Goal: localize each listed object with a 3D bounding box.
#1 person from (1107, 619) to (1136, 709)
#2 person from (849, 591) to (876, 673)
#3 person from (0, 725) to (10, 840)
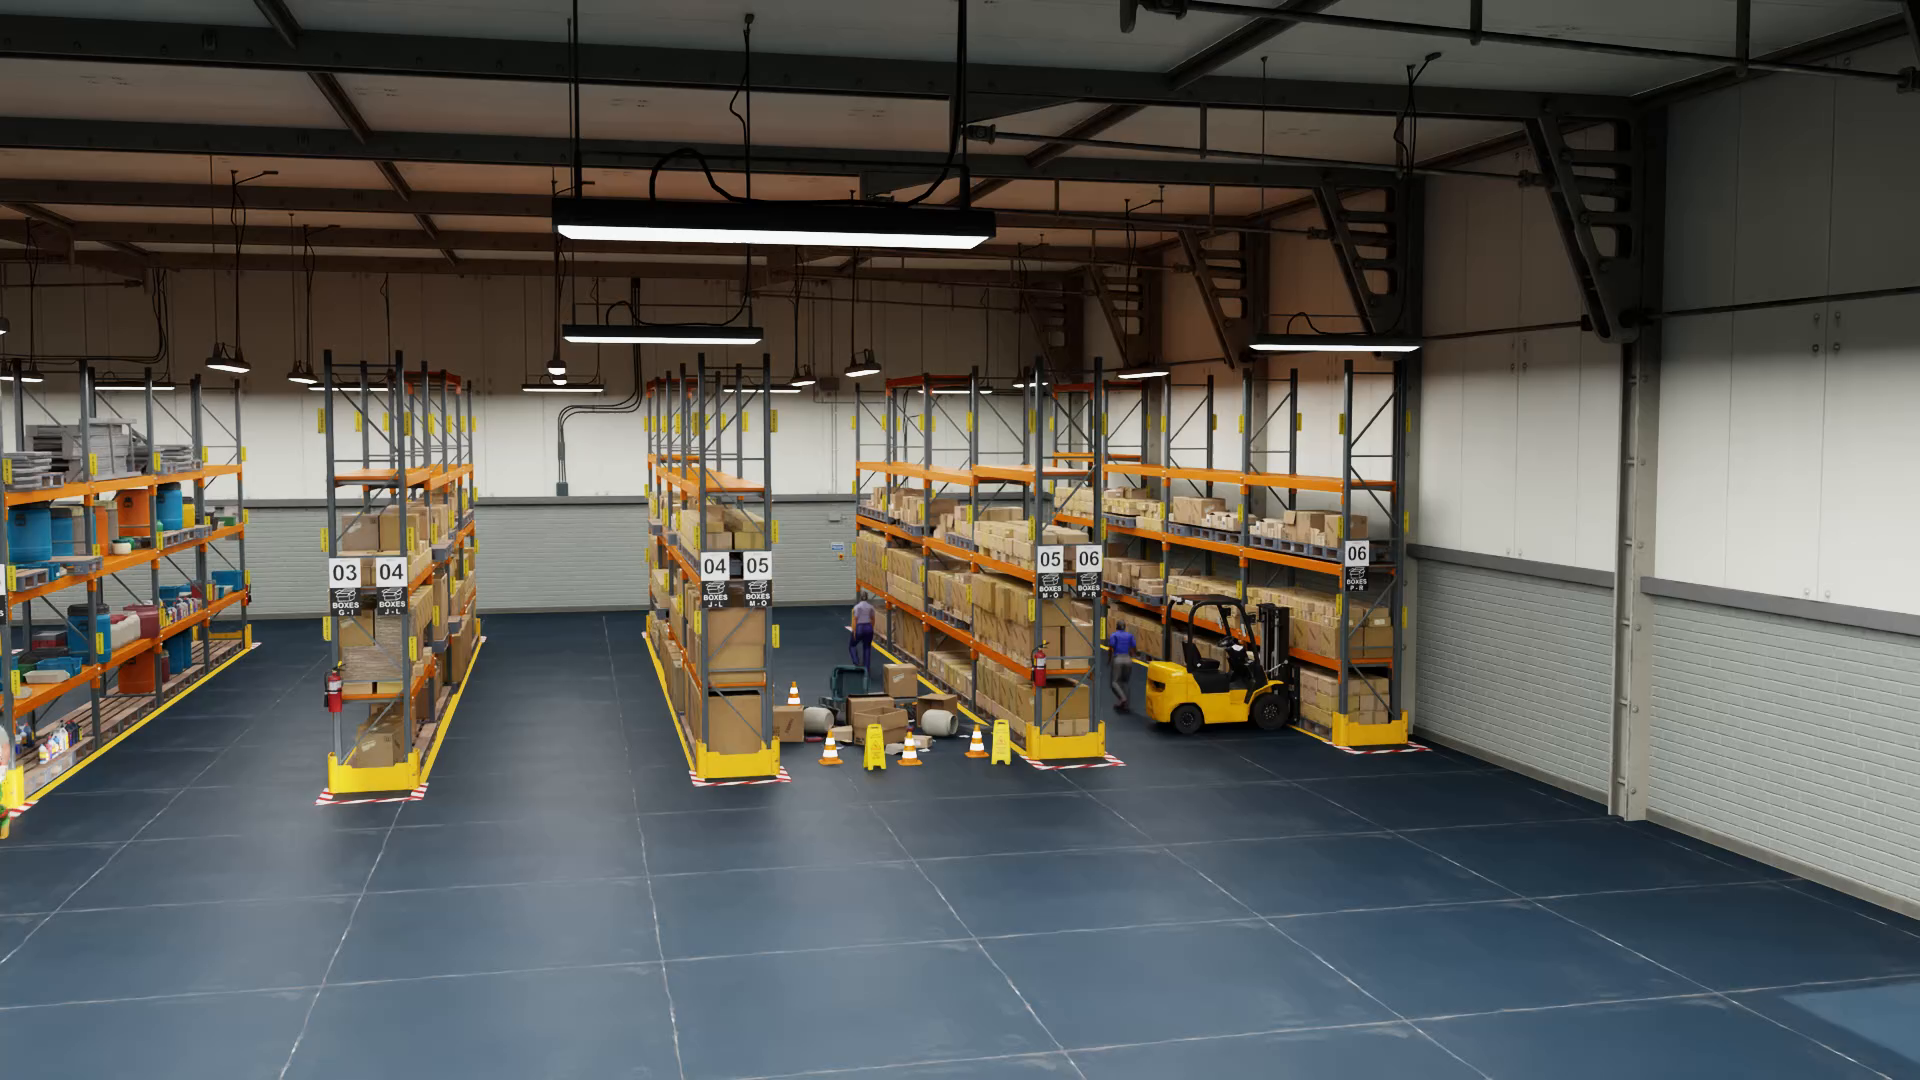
[{"bbox_3d":[2.882,2.198,29.299,0.542,1.545,0.745,-1,4,-15],"label":"person"},{"bbox_3d":[-1.960,1.852,33.424,0.528,1.652,0.444,-1,4,-21],"label":"person"},{"bbox_3d":[-11.654,2.760,19.807,0.648,1.762,0.671,-1,4,-16],"label":"person"}]
